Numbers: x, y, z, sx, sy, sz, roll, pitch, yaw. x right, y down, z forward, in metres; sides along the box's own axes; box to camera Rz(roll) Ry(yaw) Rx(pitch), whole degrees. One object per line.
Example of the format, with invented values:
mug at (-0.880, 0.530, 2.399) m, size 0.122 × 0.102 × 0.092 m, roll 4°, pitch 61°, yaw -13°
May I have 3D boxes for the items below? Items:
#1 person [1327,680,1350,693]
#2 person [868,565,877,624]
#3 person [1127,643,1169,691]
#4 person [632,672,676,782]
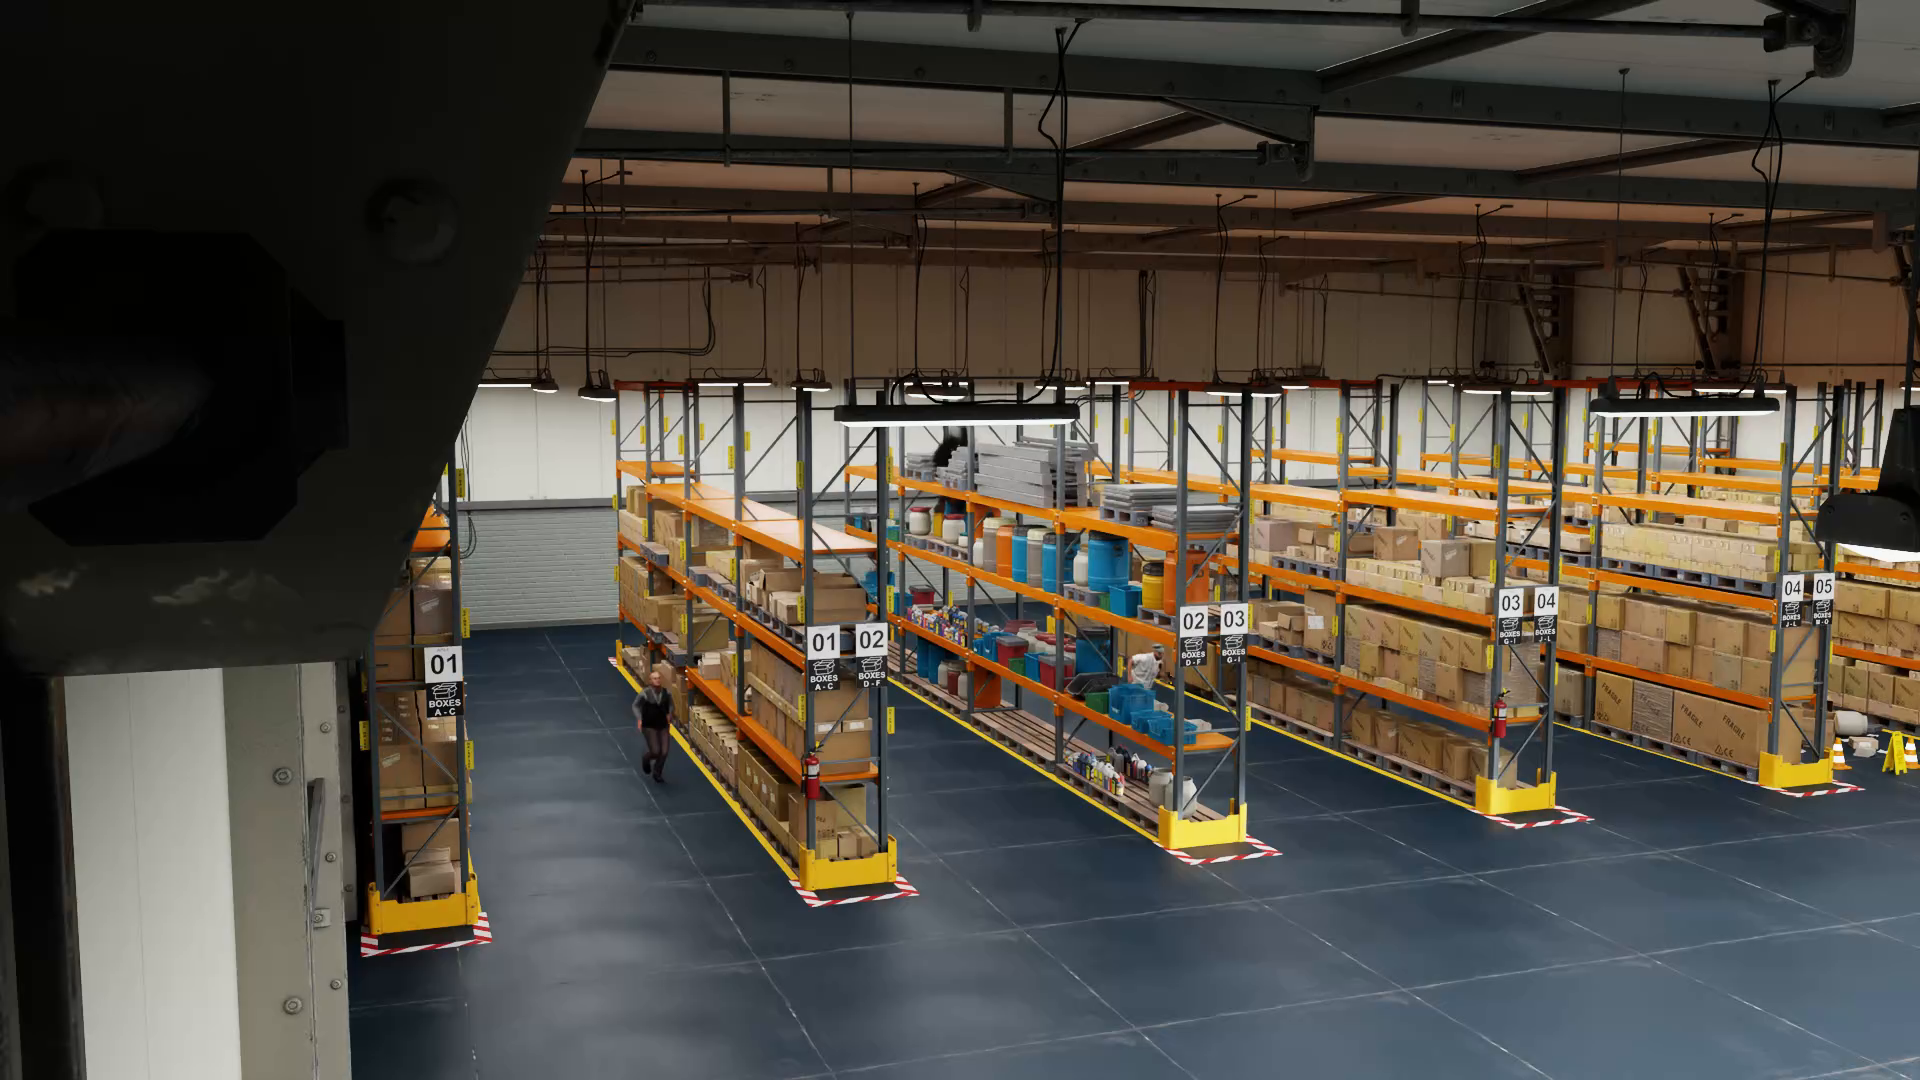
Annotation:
person at (7.104, 2.257, 31.139) m, size 0.595 × 1.648 × 0.810 m, roll -3°, pitch 7°, yaw -22°
person at (-1.922, 1.376, 39.360) m, size 0.667 × 1.604 × 0.497 m, roll 0°, pitch 6°, yaw 0°
person at (3.184, 2.529, 28.625) m, size 0.695 × 1.572 × 0.890 m, roll -6°, pitch 8°, yaw -44°
person at (-4.603, 2.840, 25.206) m, size 0.650 × 1.680 × 0.578 m, roll -3°, pitch 7°, yaw -28°
